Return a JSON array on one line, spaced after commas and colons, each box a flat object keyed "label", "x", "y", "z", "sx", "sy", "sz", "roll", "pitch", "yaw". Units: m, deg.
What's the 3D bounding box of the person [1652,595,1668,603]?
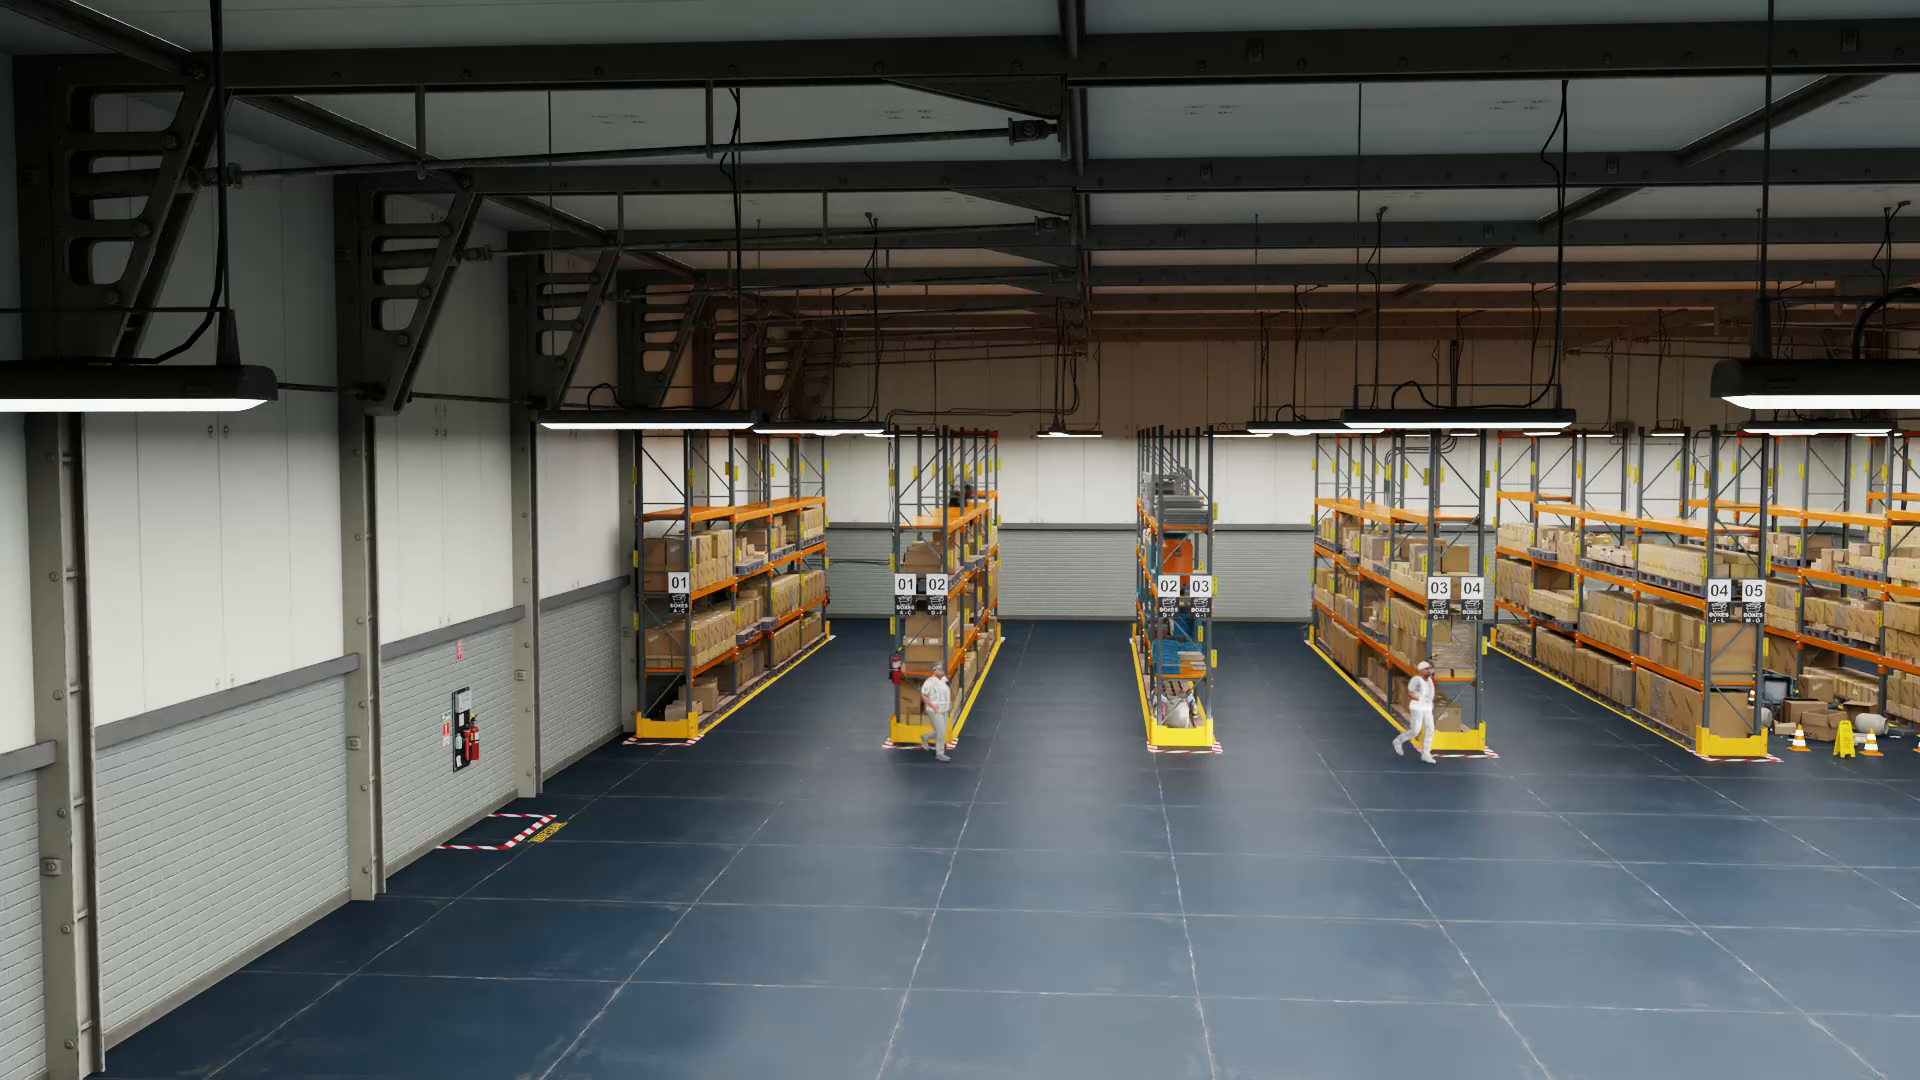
[{"label": "person", "x": 19.867, "y": 2.088, "z": 47.204, "sx": 0.799, "sy": 1.614, "sz": 0.546, "roll": 0, "pitch": 3, "yaw": 8}]

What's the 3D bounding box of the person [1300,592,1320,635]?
[{"label": "person", "x": 10.275, "y": 2.041, "z": 48.147, "sx": 0.862, "sy": 1.658, "sz": 0.627, "roll": 1, "pitch": 4, "yaw": 19}]

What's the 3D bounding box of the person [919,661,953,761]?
[{"label": "person", "x": -0.441, "y": 3.045, "z": 29.887, "sx": 0.752, "sy": 1.777, "sz": 0.659, "roll": 3, "pitch": 5, "yaw": 41}]

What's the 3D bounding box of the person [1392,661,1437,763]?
[{"label": "person", "x": 8.220, "y": 3.052, "z": 29.742, "sx": 0.690, "sy": 1.778, "sz": 0.879, "roll": -2, "pitch": 4, "yaw": -35}]
